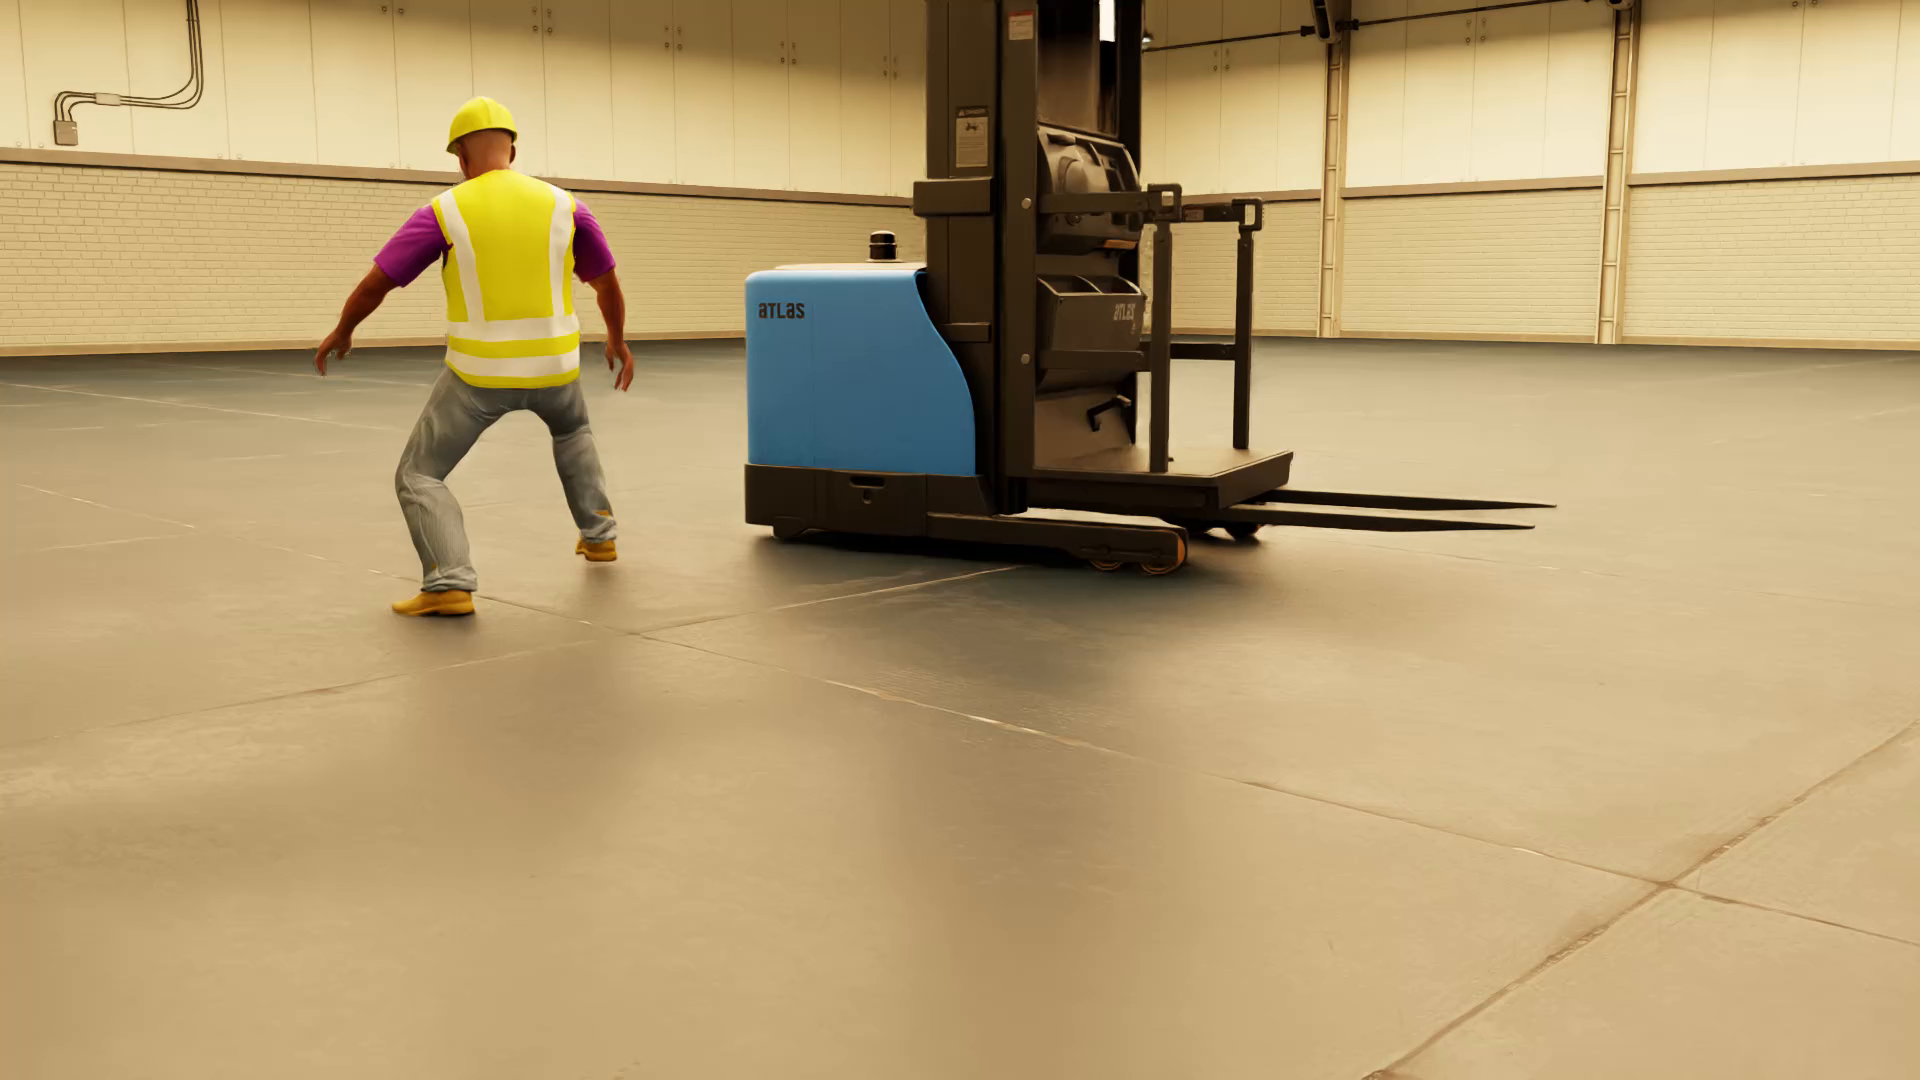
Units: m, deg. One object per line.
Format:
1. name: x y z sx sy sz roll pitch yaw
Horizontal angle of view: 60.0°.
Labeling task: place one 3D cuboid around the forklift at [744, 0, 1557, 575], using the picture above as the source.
1. forklift: 0.684 -1.416 6.275 3.031 2.935 1.130 4 10 26

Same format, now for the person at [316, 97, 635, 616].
1. person: -1.535 -0.608 5.429 1.020 1.630 0.720 -5 10 -29
